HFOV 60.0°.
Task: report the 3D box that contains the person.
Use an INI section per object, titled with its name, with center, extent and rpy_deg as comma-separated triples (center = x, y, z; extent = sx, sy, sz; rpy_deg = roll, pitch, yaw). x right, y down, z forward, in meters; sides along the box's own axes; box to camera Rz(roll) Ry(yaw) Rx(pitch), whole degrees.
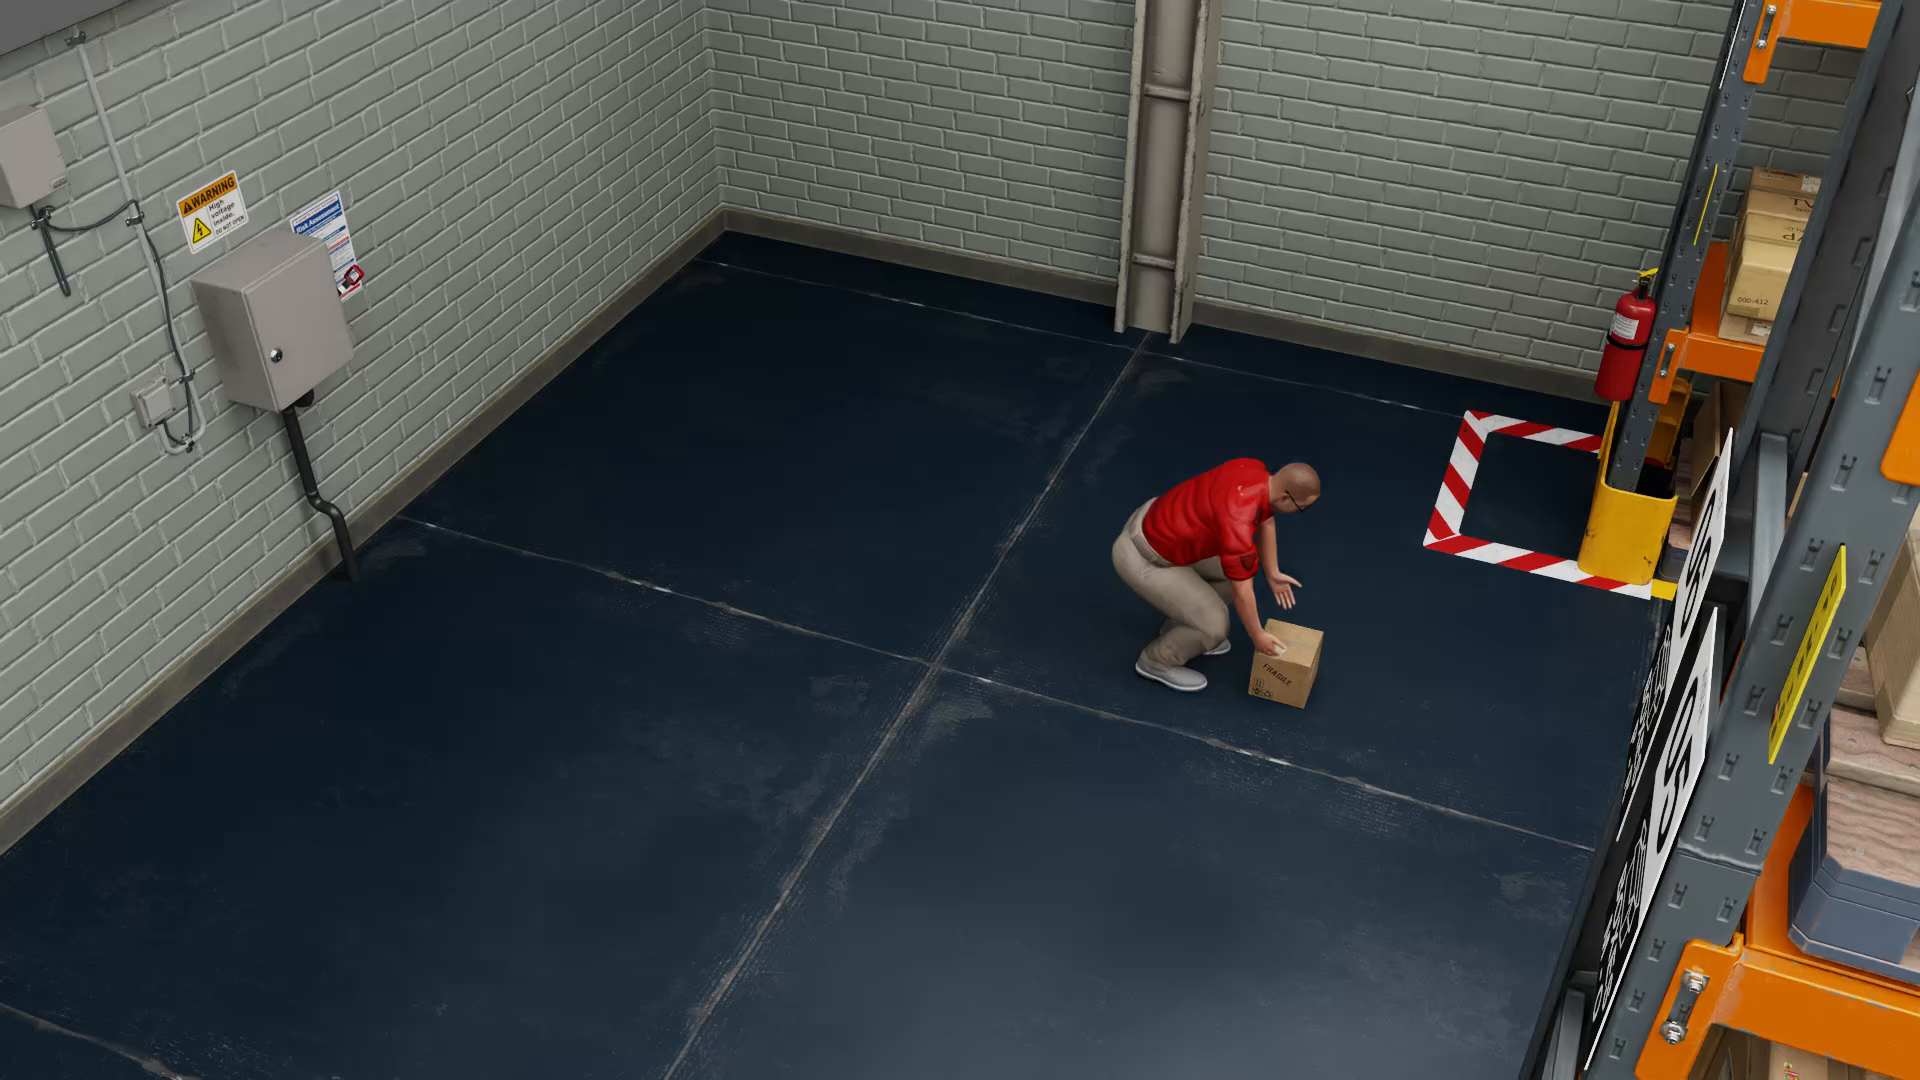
[person]
center = 1.089, 0.089, 7.205
extent = 0.823, 1.142, 0.577
rpy_deg = 14, 39, 18
